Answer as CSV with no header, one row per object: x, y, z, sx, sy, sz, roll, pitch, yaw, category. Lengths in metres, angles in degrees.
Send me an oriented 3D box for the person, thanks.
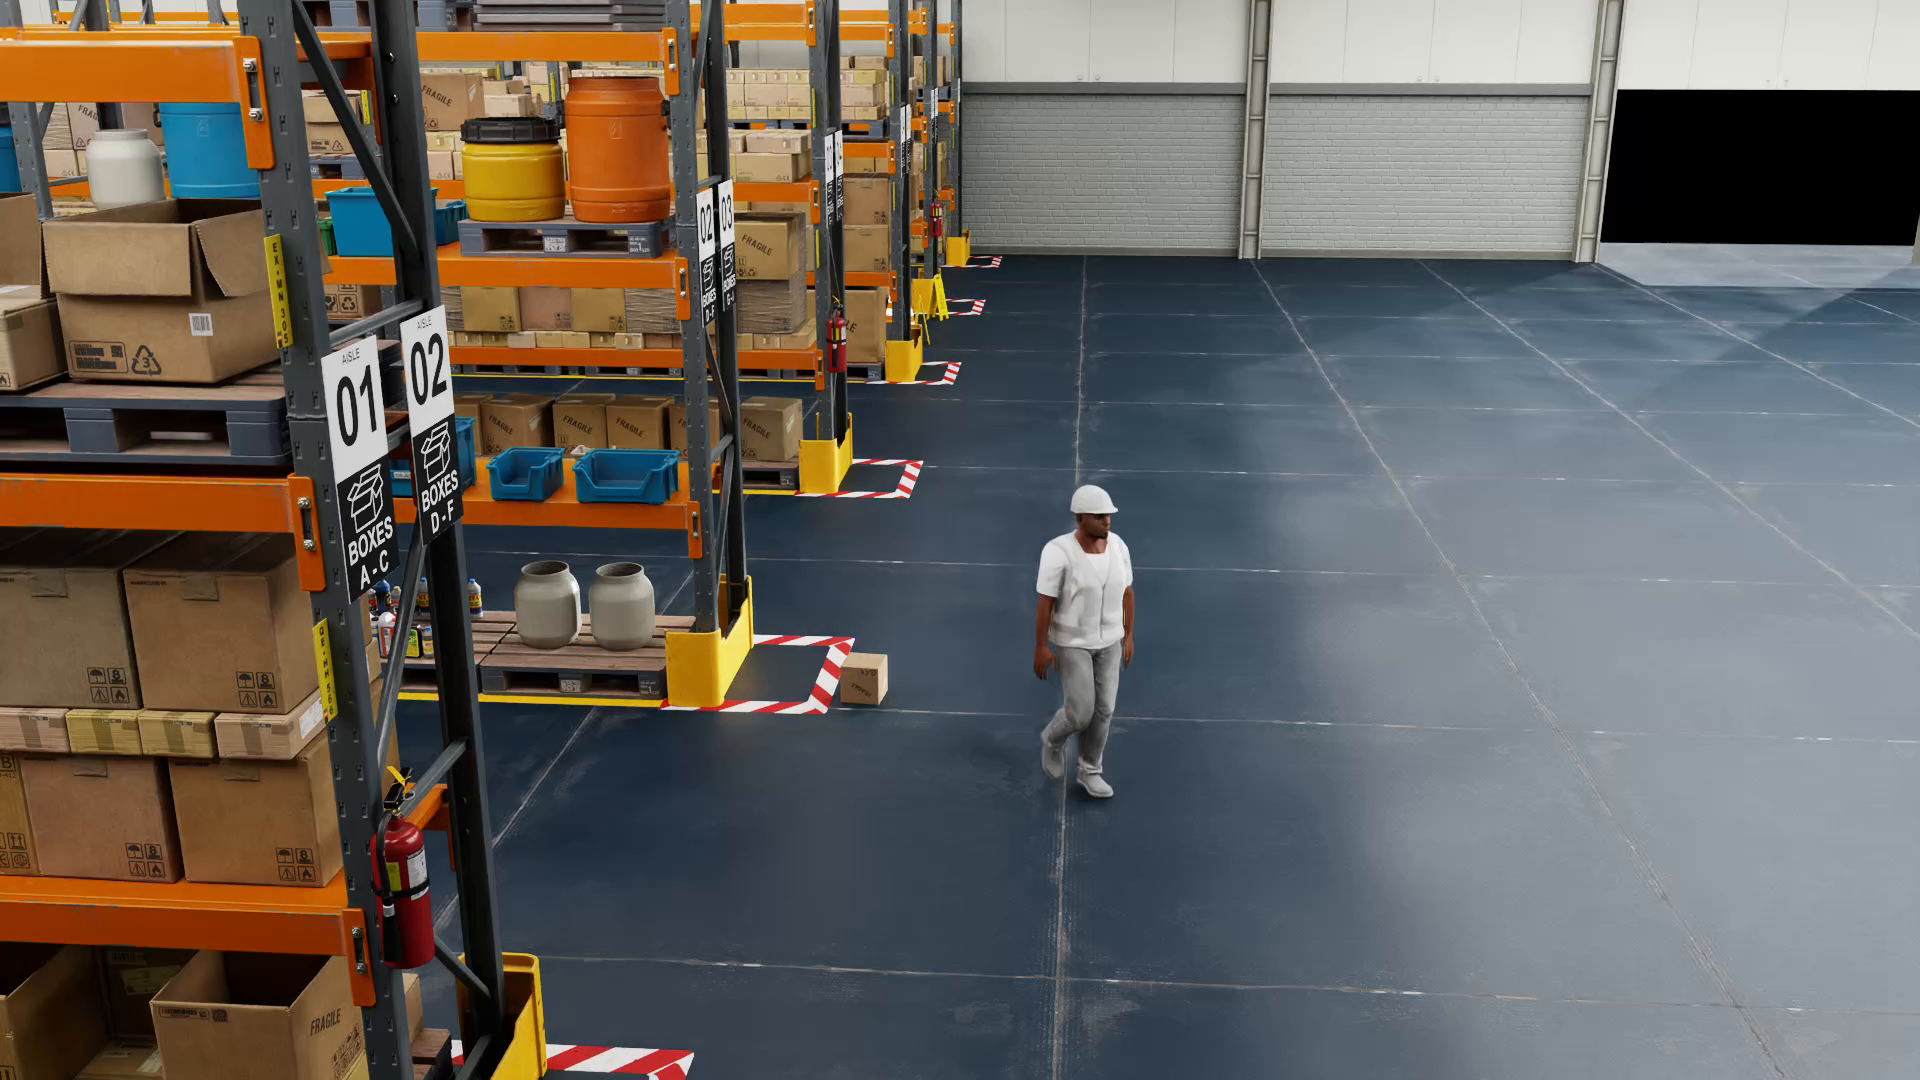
0.685,0.552,9.155,0.634,1.759,0.511,-10,20,-28,person
